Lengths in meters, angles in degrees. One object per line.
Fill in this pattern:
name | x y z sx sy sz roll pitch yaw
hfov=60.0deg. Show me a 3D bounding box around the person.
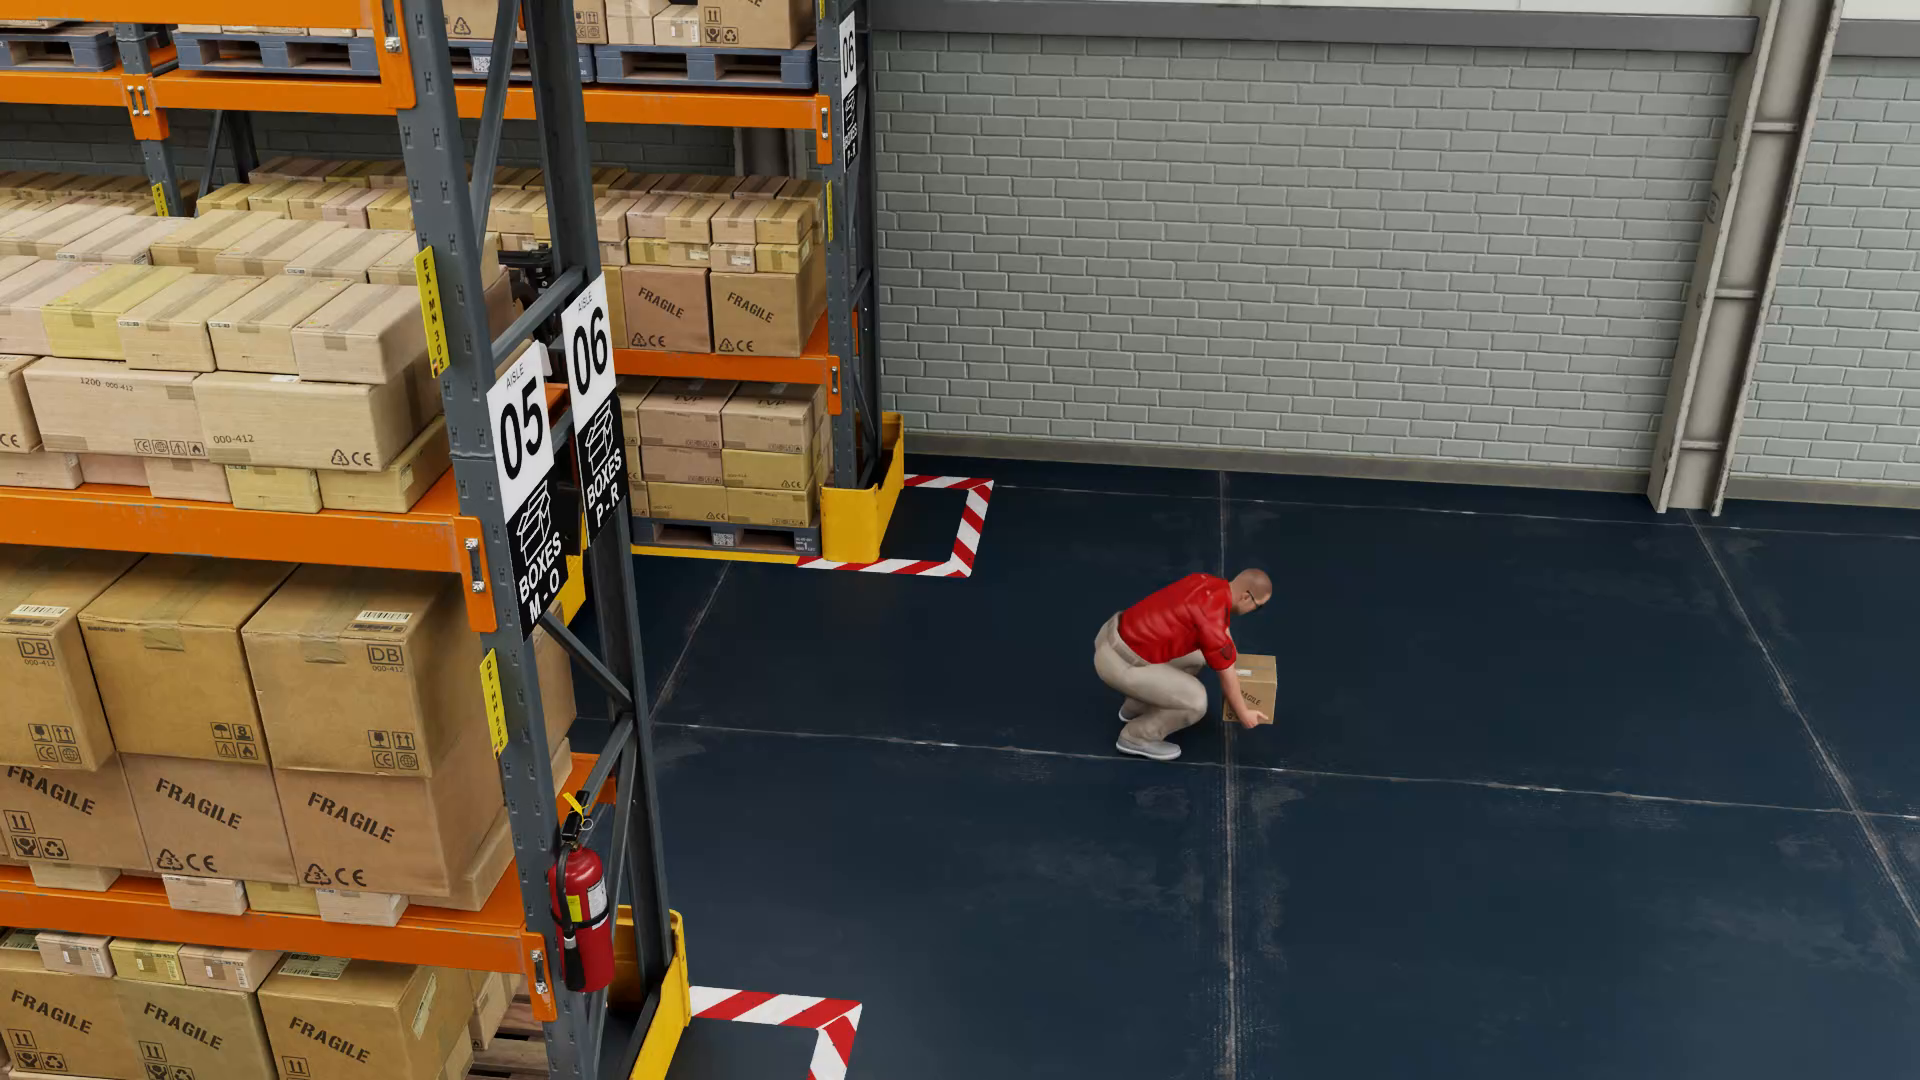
person | 1.117 0.588 8.342 0.890 0.987 0.533 3 28 5
